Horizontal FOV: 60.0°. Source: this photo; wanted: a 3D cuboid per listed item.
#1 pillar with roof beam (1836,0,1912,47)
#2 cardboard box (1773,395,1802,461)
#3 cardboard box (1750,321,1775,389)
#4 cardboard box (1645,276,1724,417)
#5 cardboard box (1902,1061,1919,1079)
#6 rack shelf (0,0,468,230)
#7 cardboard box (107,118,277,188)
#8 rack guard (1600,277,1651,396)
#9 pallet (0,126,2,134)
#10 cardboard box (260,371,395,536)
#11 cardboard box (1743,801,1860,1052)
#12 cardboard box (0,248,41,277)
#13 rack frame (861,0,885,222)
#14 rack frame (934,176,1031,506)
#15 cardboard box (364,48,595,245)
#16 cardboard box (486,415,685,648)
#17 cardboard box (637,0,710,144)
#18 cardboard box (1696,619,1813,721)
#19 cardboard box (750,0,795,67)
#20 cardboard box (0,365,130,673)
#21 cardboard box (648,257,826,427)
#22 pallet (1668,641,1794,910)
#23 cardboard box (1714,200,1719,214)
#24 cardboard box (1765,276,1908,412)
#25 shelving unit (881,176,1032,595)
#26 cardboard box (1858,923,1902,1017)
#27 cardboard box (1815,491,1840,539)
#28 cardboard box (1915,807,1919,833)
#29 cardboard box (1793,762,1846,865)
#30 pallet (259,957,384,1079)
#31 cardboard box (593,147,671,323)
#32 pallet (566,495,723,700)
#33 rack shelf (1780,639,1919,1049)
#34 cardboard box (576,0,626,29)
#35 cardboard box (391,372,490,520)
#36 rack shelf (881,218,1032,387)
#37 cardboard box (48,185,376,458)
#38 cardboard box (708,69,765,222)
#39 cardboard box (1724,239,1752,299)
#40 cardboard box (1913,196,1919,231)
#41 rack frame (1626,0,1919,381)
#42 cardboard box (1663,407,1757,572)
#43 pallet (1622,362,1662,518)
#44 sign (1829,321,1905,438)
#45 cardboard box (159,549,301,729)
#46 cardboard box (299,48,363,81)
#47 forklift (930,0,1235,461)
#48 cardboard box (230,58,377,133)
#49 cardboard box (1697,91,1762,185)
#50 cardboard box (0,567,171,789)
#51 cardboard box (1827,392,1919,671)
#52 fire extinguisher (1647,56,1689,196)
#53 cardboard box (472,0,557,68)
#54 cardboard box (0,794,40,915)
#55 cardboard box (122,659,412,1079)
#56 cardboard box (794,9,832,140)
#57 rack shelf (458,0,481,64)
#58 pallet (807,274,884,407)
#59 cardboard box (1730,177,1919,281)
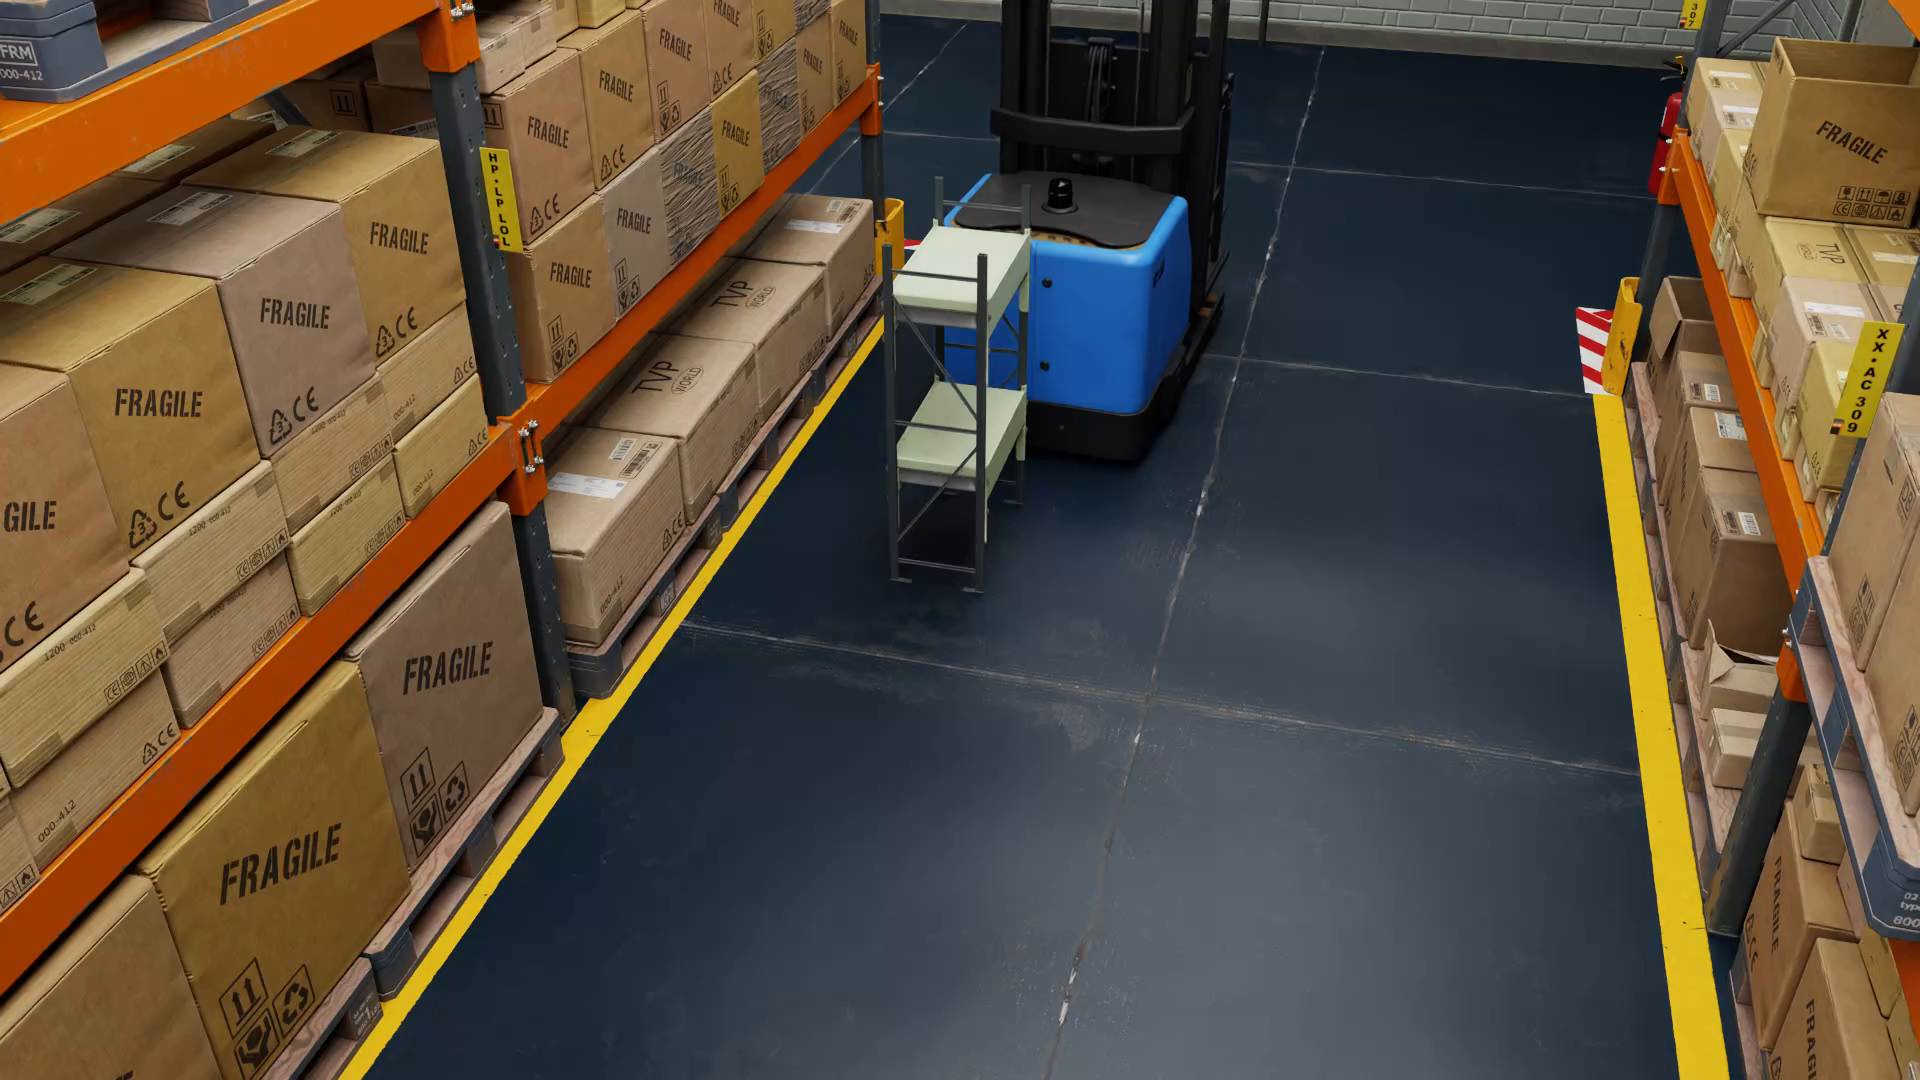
[{"bbox_3d":[1.278,-6.447,9.003,9.100,9.000,0.400,8,33,12],"label":"pillar with roof beam"},{"bbox_3d":[2.795,-0.347,5.234,0.380,0.149,0.250,9,34,14],"label":"cardboard box"},{"bbox_3d":[2.926,-0.616,5.657,0.380,0.149,0.250,8,33,12],"label":"cardboard box"},{"bbox_3d":[3.639,-0.872,7.761,0.797,0.503,0.637,7,33,10],"label":"cardboard box"},{"bbox_3d":[2.317,1.335,3.689,0.380,0.149,0.250,8,33,12],"label":"cardboard box"},{"bbox_3d":[-2.439,-0.575,3.233,1.077,0.370,4.000,8,33,12],"label":"rack shelf"},{"bbox_3d":[-2.321,-0.926,4.885,0.500,0.500,0.500,8,33,13],"label":"cardboard box"},{"bbox_3d":[3.867,-0.958,8.291,1.175,0.500,0.348,8,33,12],"label":"rack guard"},{"bbox_3d":[-2.553,-0.683,2.909,1.003,0.211,1.213,10,34,15],"label":"pallet"},{"bbox_3d":[-1.927,-0.276,4.562,0.500,0.250,0.500,9,33,14],"label":"cardboard box"},{"bbox_3d":[2.531,1.121,4.629,0.500,0.500,0.500,9,34,14],"label":"cardboard box"},{"bbox_3d":[-2.553,-0.398,4.055,0.500,0.500,0.500,7,33,11],"label":"cardboard box"},{"bbox_3d":[-0.916,-2.726,8.743,1.000,3.000,0.127,8,33,12],"label":"rack frame"},{"bbox_3d":[0.091,-0.819,7.141,0.400,1.500,0.023,8,33,12],"label":"rack frame"},{"bbox_3d":[-1.576,-1.329,5.520,0.500,0.500,0.500,8,33,13],"label":"cardboard box"},{"bbox_3d":[-1.668,-0.058,6.542,0.875,0.438,0.875,8,33,12],"label":"cardboard box"},{"bbox_3d":[-1.301,-1.855,6.346,0.500,0.500,0.500,9,33,13],"label":"cardboard box"},{"bbox_3d":[2.819,0.485,5.848,0.396,0.266,0.258,9,34,14],"label":"cardboard box"},{"bbox_3d":[-1.041,-2.377,7.167,0.500,0.500,0.500,8,33,12],"label":"cardboard box"},{"bbox_3d":[-2.190,-0.048,3.505,0.500,0.500,0.500,9,33,13],"label":"cardboard box"},{"bbox_3d":[-1.211,-0.990,8.009,0.875,0.438,0.875,9,34,14],"label":"cardboard box"},{"bbox_3d":[3.046,0.844,5.726,1.003,0.211,1.213,8,33,12],"label":"pallet"},{"bbox_3d":[3.361,-1.411,6.908,0.380,0.149,0.250,9,34,14],"label":"cardboard box"},{"bbox_3d":[2.877,-0.599,5.258,0.500,0.250,0.500,8,33,13],"label":"cardboard box"},{"bbox_3d":[-0.002,-0.629,6.842,0.431,1.500,0.755,8,33,12],"label":"shelving unit"},{"bbox_3d":[2.473,1.066,4.111,0.380,0.149,0.250,6,33,10],"label":"cardboard box"},{"bbox_3d":[2.708,-0.071,4.800,0.380,0.149,0.250,8,33,13],"label":"cardboard box"},{"bbox_3d":[2.147,0.571,3.289,0.396,0.266,0.258,10,34,15],"label":"cardboard box"},{"bbox_3d":[2.523,0.777,4.566,0.380,0.149,0.250,10,34,15],"label":"cardboard box"},{"bbox_3d":[-2.361,1.572,4.581,1.003,0.211,1.213,8,33,12],"label":"pallet"},{"bbox_3d":[-1.427,-1.161,6.188,0.500,0.500,0.500,8,33,13],"label":"cardboard box"},{"bbox_3d":[-1.662,0.142,6.830,1.003,0.211,1.213,8,33,12],"label":"pallet"},{"bbox_3d":[2.364,1.365,2.978,1.077,0.370,4.000,8,33,12],"label":"rack shelf"},{"bbox_3d":[-1.404,-1.911,5.831,0.380,0.149,0.250,8,33,12],"label":"cardboard box"},{"bbox_3d":[-1.801,-0.320,5.098,0.500,0.250,0.500,7,33,11],"label":"cardboard box"},{"bbox_3d":[-0.002,-0.959,6.633,0.431,0.370,0.720,8,33,12],"label":"rack shelf"},{"bbox_3d":[-1.926,-0.579,4.340,0.500,0.500,0.500,9,33,13],"label":"cardboard box"},{"bbox_3d":[-1.164,-1.686,7.013,0.500,0.500,0.500,9,34,14],"label":"cardboard box"},{"bbox_3d":[3.115,-1.012,6.280,0.380,0.149,0.250,9,33,13],"label":"cardboard box"},{"bbox_3d":[3.631,-1.045,5.960,0.500,0.250,0.500,8,33,12],"label":"cardboard box"},{"bbox_3d":[3.886,-2.053,7.683,1.000,3.000,0.127,8,33,12],"label":"rack frame"},{"bbox_3d":[3.154,-0.171,6.662,0.500,0.500,0.500,9,33,13],"label":"cardboard box"},{"bbox_3d":[3.666,-0.422,7.718,1.003,0.211,1.213,8,33,12],"label":"pallet"},{"bbox_3d":[2.344,-0.412,4.295,0.100,0.325,0.005,8,33,12],"label":"sign"},{"bbox_3d":[-2.078,0.203,4.275,0.500,0.250,0.500,7,33,11],"label":"cardboard box"},{"bbox_3d":[-2.161,-1.592,5.328,0.380,0.149,0.250,7,33,11],"label":"cardboard box"},{"bbox_3d":[0.813,-2.386,8.271,1.130,2.935,3.031,10,34,16],"label":"forklift"},{"bbox_3d":[-2.078,-1.397,5.627,0.500,0.500,0.500,8,33,12],"label":"cardboard box"},{"bbox_3d":[3.383,-1.654,6.919,0.500,0.250,0.500,8,33,13],"label":"cardboard box"},{"bbox_3d":[-2.166,0.261,3.717,0.500,0.250,0.500,9,33,13],"label":"cardboard box"},{"bbox_3d":[2.532,0.024,3.931,0.700,0.500,0.500,9,34,14],"label":"cardboard box"},{"bbox_3d":[3.477,-2.002,8.023,0.296,0.674,0.183,8,33,12],"label":"fire extinguisher"},{"bbox_3d":[-1.550,-1.652,5.423,0.380,0.149,0.250,9,33,13],"label":"cardboard box"},{"bbox_3d":[-2.327,0.728,3.448,0.500,0.250,0.500,9,34,14],"label":"cardboard box"},{"bbox_3d":[-2.233,0.871,4.673,0.875,0.875,0.875,9,34,14],"label":"cardboard box"},{"bbox_3d":[-0.924,-2.224,7.859,0.500,0.500,0.500,7,33,11],"label":"cardboard box"},{"bbox_3d":[-1.423,-2.651,6.499,1.077,0.370,4.000,8,33,12],"label":"rack shelf"},{"bbox_3d":[-1.043,-1.124,8.822,1.003,0.211,1.213,8,33,12],"label":"pallet"},{"bbox_3d":[3.148,-1.123,6.083,0.500,0.250,0.500,7,33,11],"label":"cardboard box"}]
